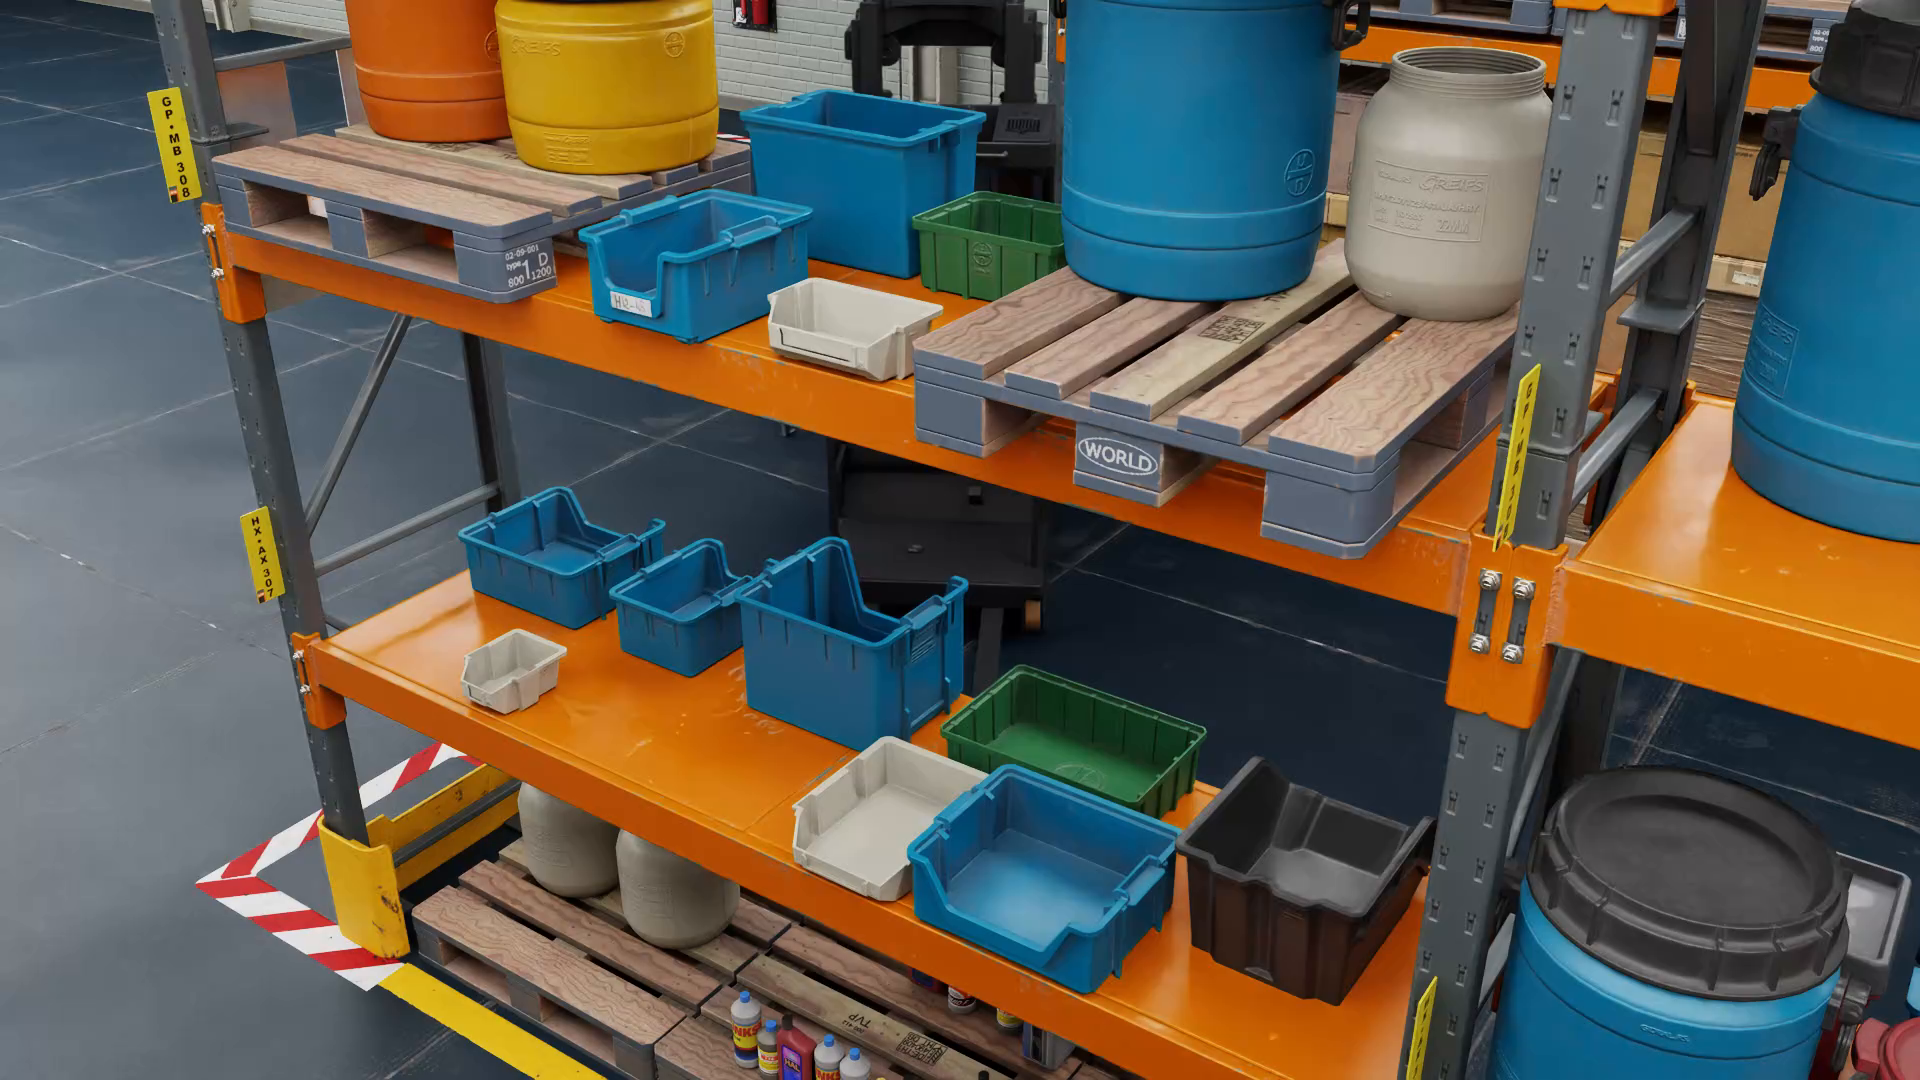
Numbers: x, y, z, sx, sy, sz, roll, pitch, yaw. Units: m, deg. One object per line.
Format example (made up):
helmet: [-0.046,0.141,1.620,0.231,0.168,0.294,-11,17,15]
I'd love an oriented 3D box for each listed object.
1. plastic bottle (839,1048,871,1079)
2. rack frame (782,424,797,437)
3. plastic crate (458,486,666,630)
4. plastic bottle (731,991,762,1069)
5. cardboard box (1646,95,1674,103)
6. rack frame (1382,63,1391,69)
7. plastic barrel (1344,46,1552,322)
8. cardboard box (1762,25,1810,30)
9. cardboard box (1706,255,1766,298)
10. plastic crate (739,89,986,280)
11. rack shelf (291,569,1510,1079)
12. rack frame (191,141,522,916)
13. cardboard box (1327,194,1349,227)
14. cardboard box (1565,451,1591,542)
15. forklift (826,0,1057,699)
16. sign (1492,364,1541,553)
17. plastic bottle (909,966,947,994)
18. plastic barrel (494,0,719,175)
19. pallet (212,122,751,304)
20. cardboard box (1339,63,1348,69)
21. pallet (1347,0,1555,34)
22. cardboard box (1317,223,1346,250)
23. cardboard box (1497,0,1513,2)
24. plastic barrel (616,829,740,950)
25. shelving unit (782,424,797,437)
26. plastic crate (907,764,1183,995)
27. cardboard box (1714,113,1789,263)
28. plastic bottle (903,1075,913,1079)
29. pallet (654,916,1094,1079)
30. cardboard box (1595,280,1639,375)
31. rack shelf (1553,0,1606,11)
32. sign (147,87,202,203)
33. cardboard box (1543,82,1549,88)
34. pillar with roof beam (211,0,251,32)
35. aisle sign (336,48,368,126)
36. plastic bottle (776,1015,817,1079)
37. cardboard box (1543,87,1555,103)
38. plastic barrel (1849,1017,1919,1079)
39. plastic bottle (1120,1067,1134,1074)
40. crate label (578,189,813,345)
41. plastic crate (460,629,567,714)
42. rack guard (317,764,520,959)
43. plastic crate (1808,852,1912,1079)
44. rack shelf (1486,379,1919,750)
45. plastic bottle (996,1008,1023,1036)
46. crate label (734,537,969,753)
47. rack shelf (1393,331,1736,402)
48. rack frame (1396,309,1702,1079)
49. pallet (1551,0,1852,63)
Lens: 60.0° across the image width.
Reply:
plastic bottle: [-0.323,1.686,5.153,0.097,0.271,0.097,0,27,0]
rack frame: [-0.978,-1.422,10.390,0.032,1.500,0.500,17,31,30]
plastic crate: [-1.424,0.053,6.002,0.616,0.251,0.499,17,32,30]
plastic bottle: [-0.688,1.572,5.376,0.097,0.271,0.097,0,27,0]
cardboard box: [5.083,-3.381,11.903,0.500,0.500,0.500,18,32,32]
rack frame: [3.603,-3.734,13.279,0.127,3.000,1.000,17,32,30]
plastic barrel: [1.048,-0.760,3.543,0.421,0.512,0.421,0,27,0]
cardboard box: [5.799,-3.446,12.030,0.500,0.500,0.500,18,32,32]
cardboard box: [3.551,-1.241,7.556,0.250,0.149,0.380,17,31,29]
plastic crate: [-0.263,-0.982,4.583,0.575,0.384,0.392,17,32,30]
rack shelf: [-0.357,0.804,5.155,4.000,0.370,1.077,17,32,30]
rack frame: [-2.006,-0.030,6.001,0.127,3.000,1.000,17,32,30]
cardboard box: [2.066,-1.703,8.464,0.250,0.149,0.380,17,31,30]
cardboard box: [3.188,-0.320,8.312,0.500,0.500,0.500,17,32,30]
forklift: [-0.109,-0.995,7.974,1.130,2.935,3.031,2,27,4]
sign: [0.971,-0.141,2.902,0.005,0.325,0.100,17,32,30]
plastic bottle: [-0.111,1.407,5.687,0.133,0.283,0.061,17,32,30]
plastic barrel: [-0.994,-1.392,4.701,0.600,0.588,0.600,0,27,0]
pallet: [-1.379,-1.033,4.874,1.213,0.211,1.003,17,32,30]
cardboard box: [1.660,-2.232,8.788,0.500,0.500,0.700,16,31,29]
pallet: [2.380,-2.674,7.987,1.213,0.211,1.003,17,32,30]
cardboard box: [2.021,-1.538,8.854,0.500,0.500,0.700,18,32,31]
cardboard box: [4.112,-3.968,13.057,0.500,0.500,0.500,17,31,30]
plastic barrel: [-1.007,1.161,5.941,0.421,0.512,0.421,0,27,0]
shelving unit: [-0.555,-1.294,10.139,1.048,1.500,0.538,17,31,30]
plastic crate: [0.226,0.881,4.376,0.616,0.251,0.499,17,32,30]
cardboard box: [3.730,-1.588,7.522,0.500,0.500,0.700,17,32,31]
plastic bottle: [-0.156,1.738,5.051,0.097,0.271,0.097,0,27,0]
pallet: [-0.248,1.739,5.600,1.213,0.211,1.003,17,32,30]
cardboard box: [3.291,-1.143,8.078,0.500,0.500,0.700,17,32,30]
rack shelf: [-0.357,-1.691,3.885,4.000,0.370,1.077,17,32,30]
sign: [-2.321,-1.166,4.917,0.005,0.325,0.100,17,32,30]
cardboard box: [4.229,-3.644,12.420,0.500,0.500,0.500,17,32,30]
pillar with roof beam: [-12.604,-9.564,18.121,0.400,9.000,9.100,17,32,30]
aisle sign: [-1.897,-1.318,5.666,0.004,0.787,0.394,17,32,30]
plastic bottle: [-0.511,1.632,5.246,0.133,0.283,0.061,18,32,31]
cardboard box: [2.900,-1.846,8.029,0.500,0.500,0.700,17,32,30]
plastic barrel: [1.956,1.265,3.308,0.433,0.535,0.433,0,27,0]
plastic bottle: [0.563,1.583,5.356,0.097,0.271,0.097,0,27,0]
crate label: [-0.650,-0.696,4.167,0.408,0.251,0.502,17,32,30]
plastic crate: [-1.450,0.438,5.373,0.250,0.136,0.298,17,32,30]
rack guard: [-1.916,1.086,6.564,0.348,0.500,1.175,17,32,30]
plastic crate: [1.864,0.979,3.949,0.583,0.464,0.402,17,32,30]
rack shelf: [2.940,0.495,2.456,4.000,0.370,1.077,17,32,30]
plastic bottle: [0.169,1.537,5.523,0.097,0.201,0.097,0,27,0]
crate label: [-0.335,0.326,5.263,0.616,0.435,0.502,17,32,30]
rack shelf: [2.450,-1.046,8.792,4.000,0.370,1.077,17,32,30]
rack frame: [1.292,0.997,3.983,0.127,3.000,1.000,17,32,30]
pallet: [3.381,-2.360,7.371,1.213,0.211,1.003,17,32,30]
